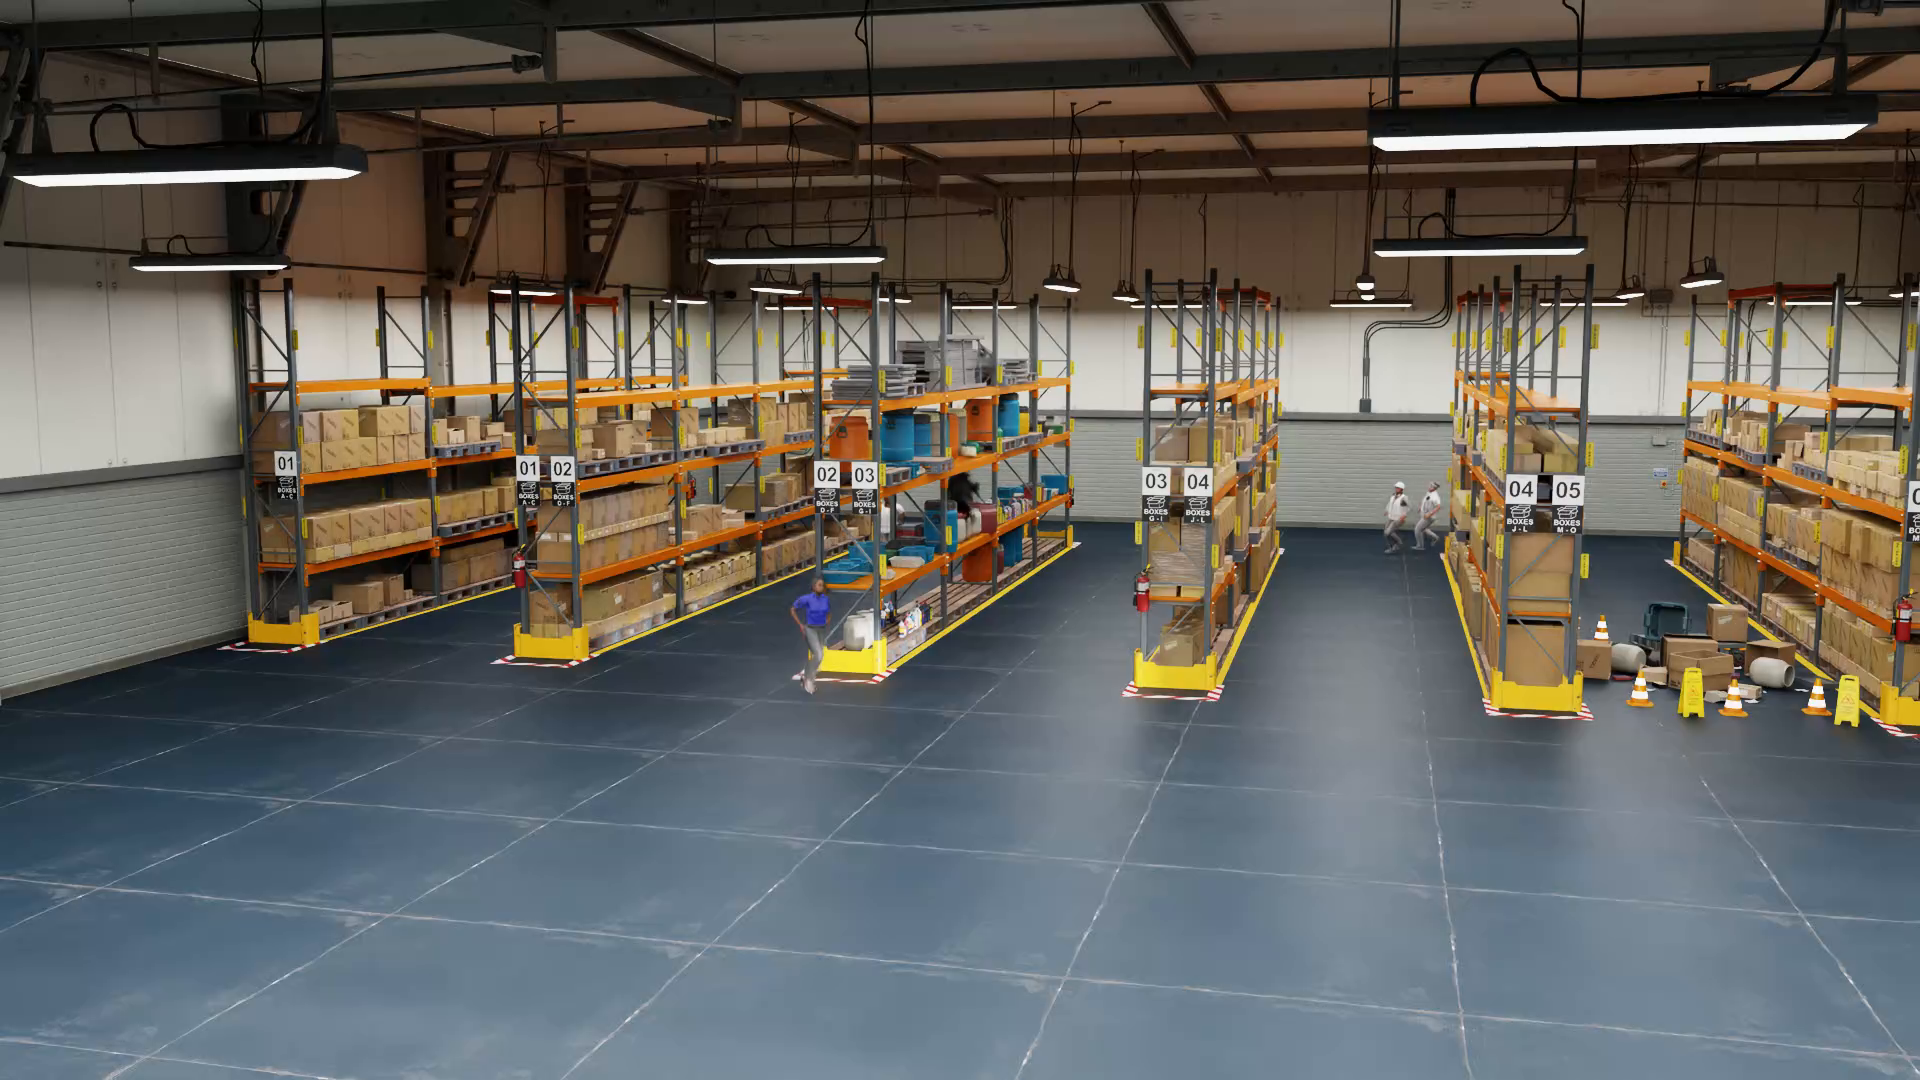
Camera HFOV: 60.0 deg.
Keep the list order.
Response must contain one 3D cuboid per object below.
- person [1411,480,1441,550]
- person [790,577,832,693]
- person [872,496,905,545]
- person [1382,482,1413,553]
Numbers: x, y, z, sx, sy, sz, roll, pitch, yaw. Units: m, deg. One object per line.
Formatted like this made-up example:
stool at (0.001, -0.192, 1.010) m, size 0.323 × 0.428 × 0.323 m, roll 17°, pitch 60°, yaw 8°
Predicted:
person at (11.112, -0.583, 39.556) m, size 0.672 × 1.703 × 0.726 m, roll 1°, pitch 7°, yaw 9°
person at (-2.081, 1.363, 23.762) m, size 0.586 × 1.646 × 0.600 m, roll -6°, pitch 9°, yaw -43°
person at (-1.547, -0.154, 35.576) m, size 0.683 × 1.808 × 0.845 m, roll 1°, pitch 7°, yaw 6°
person at (10.186, -0.512, 38.937) m, size 0.515 × 1.710 × 0.713 m, roll -3°, pitch 7°, yaw -24°
